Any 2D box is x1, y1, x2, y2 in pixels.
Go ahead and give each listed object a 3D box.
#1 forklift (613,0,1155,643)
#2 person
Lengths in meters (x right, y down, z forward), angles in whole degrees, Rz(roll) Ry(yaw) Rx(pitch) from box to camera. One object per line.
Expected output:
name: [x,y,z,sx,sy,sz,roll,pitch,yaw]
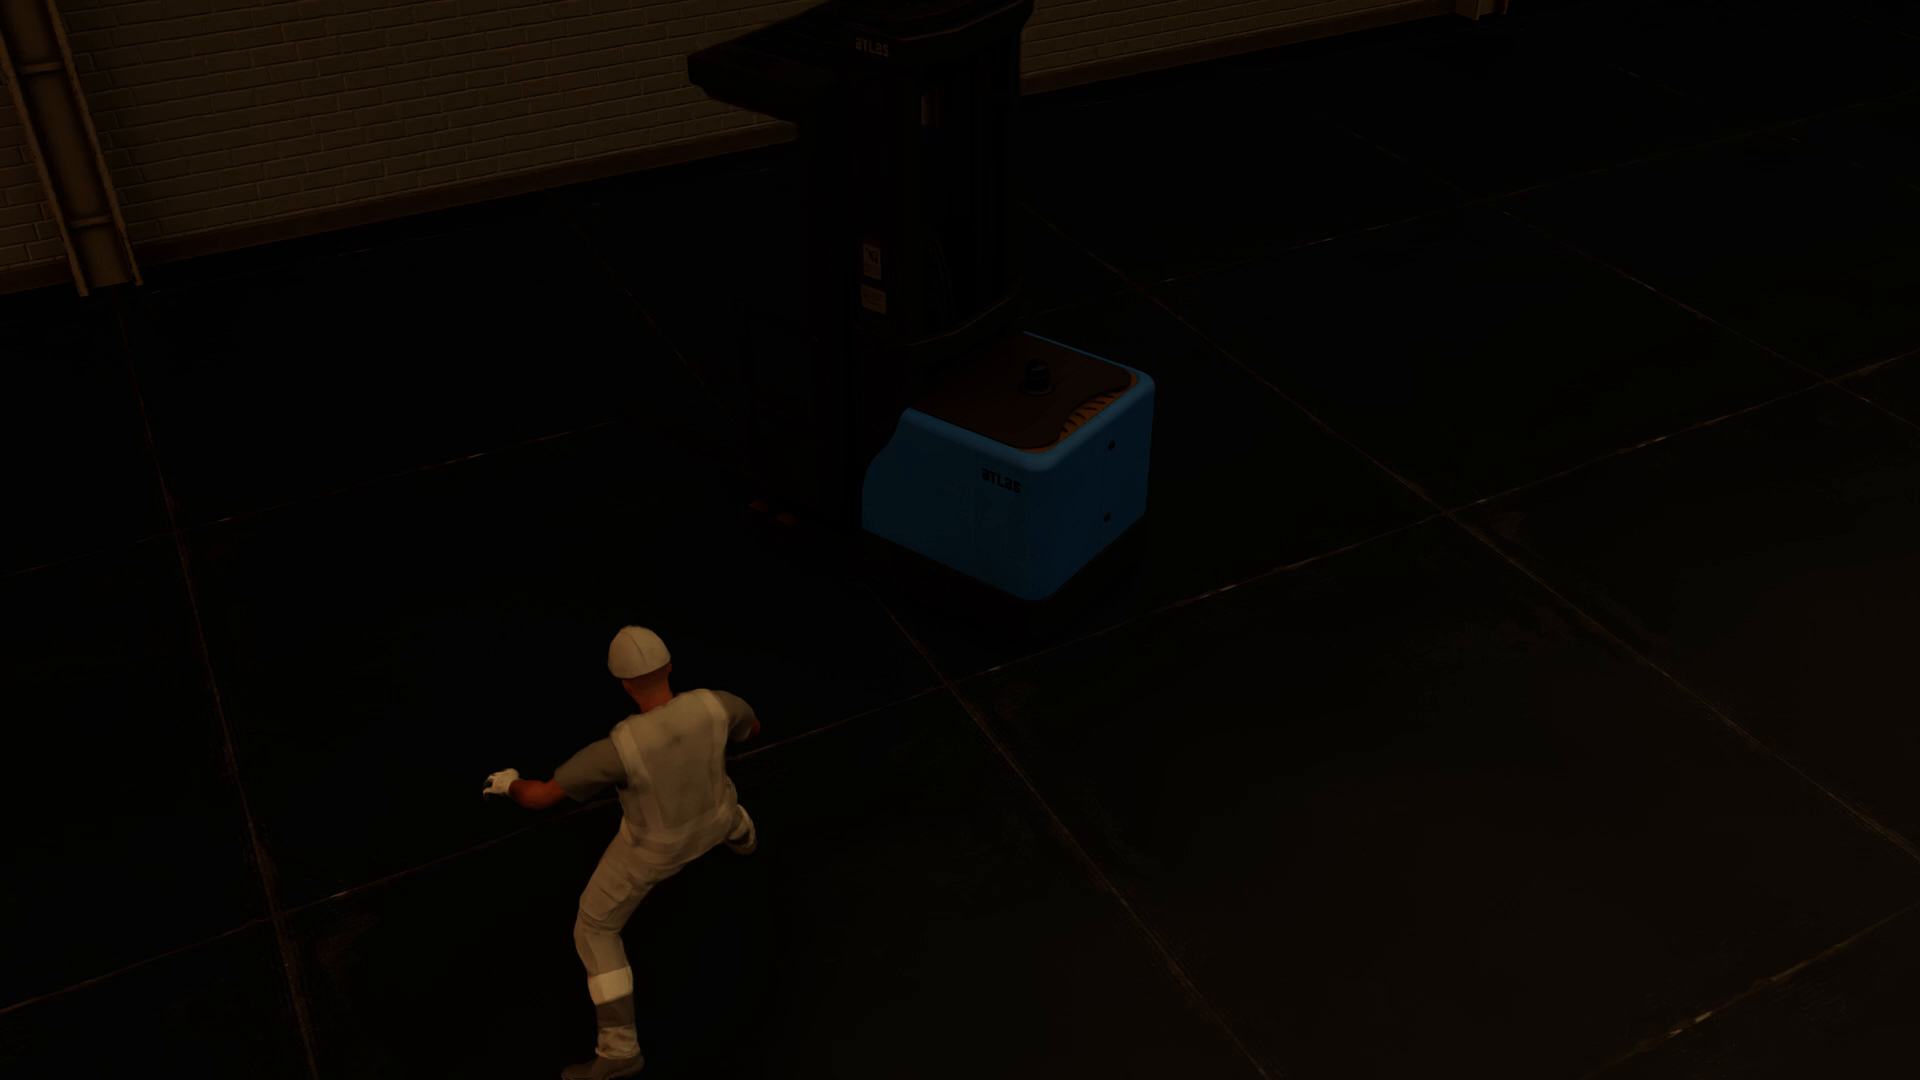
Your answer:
forklift: [-0.539,-1.391,8.091,3.031,2.935,1.130,23,41,29]
person: [-1.149,0.940,5.972,1.164,1.590,1.002,-24,42,-29]
